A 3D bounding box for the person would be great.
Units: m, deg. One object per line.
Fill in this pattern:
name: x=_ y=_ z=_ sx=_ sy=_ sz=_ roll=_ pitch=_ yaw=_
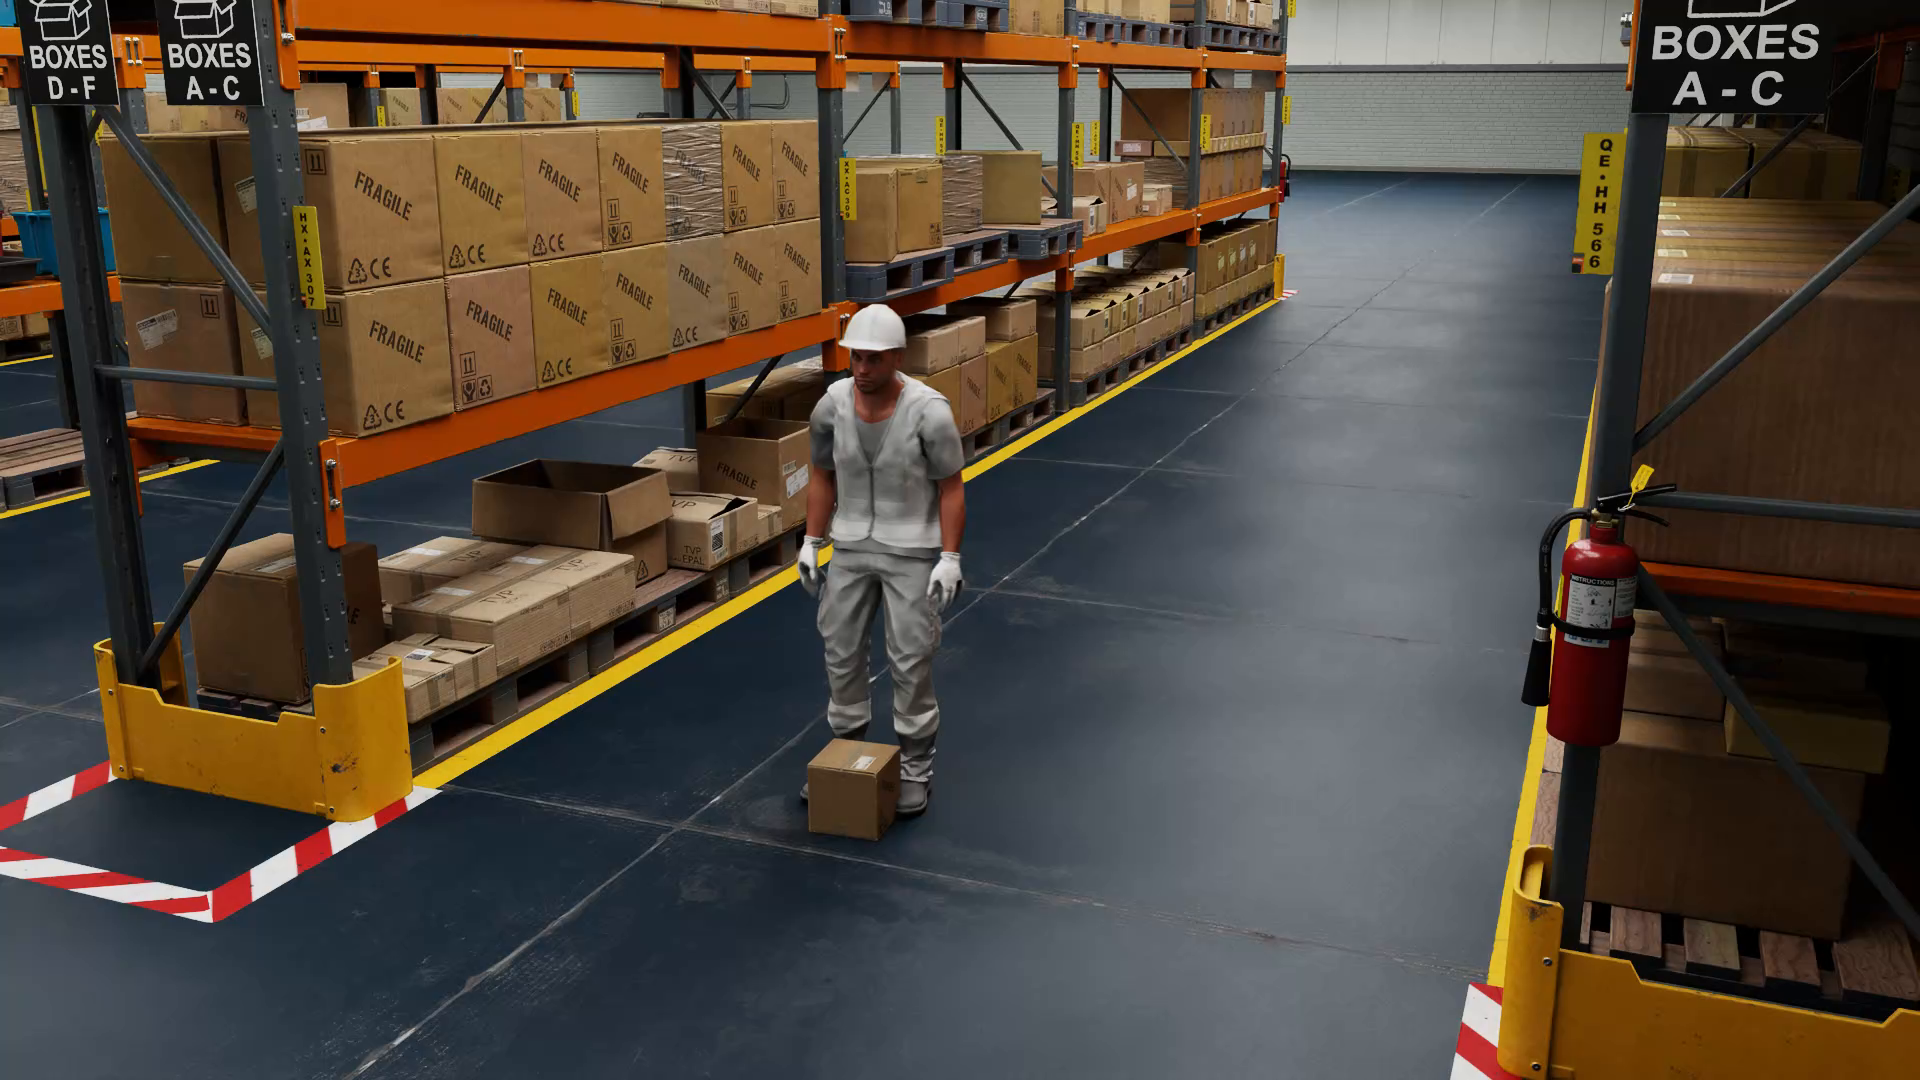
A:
person: x=-0.276 y=0.069 z=5.741 sx=0.613 sy=1.779 sz=0.455 roll=6 pitch=16 yaw=20
